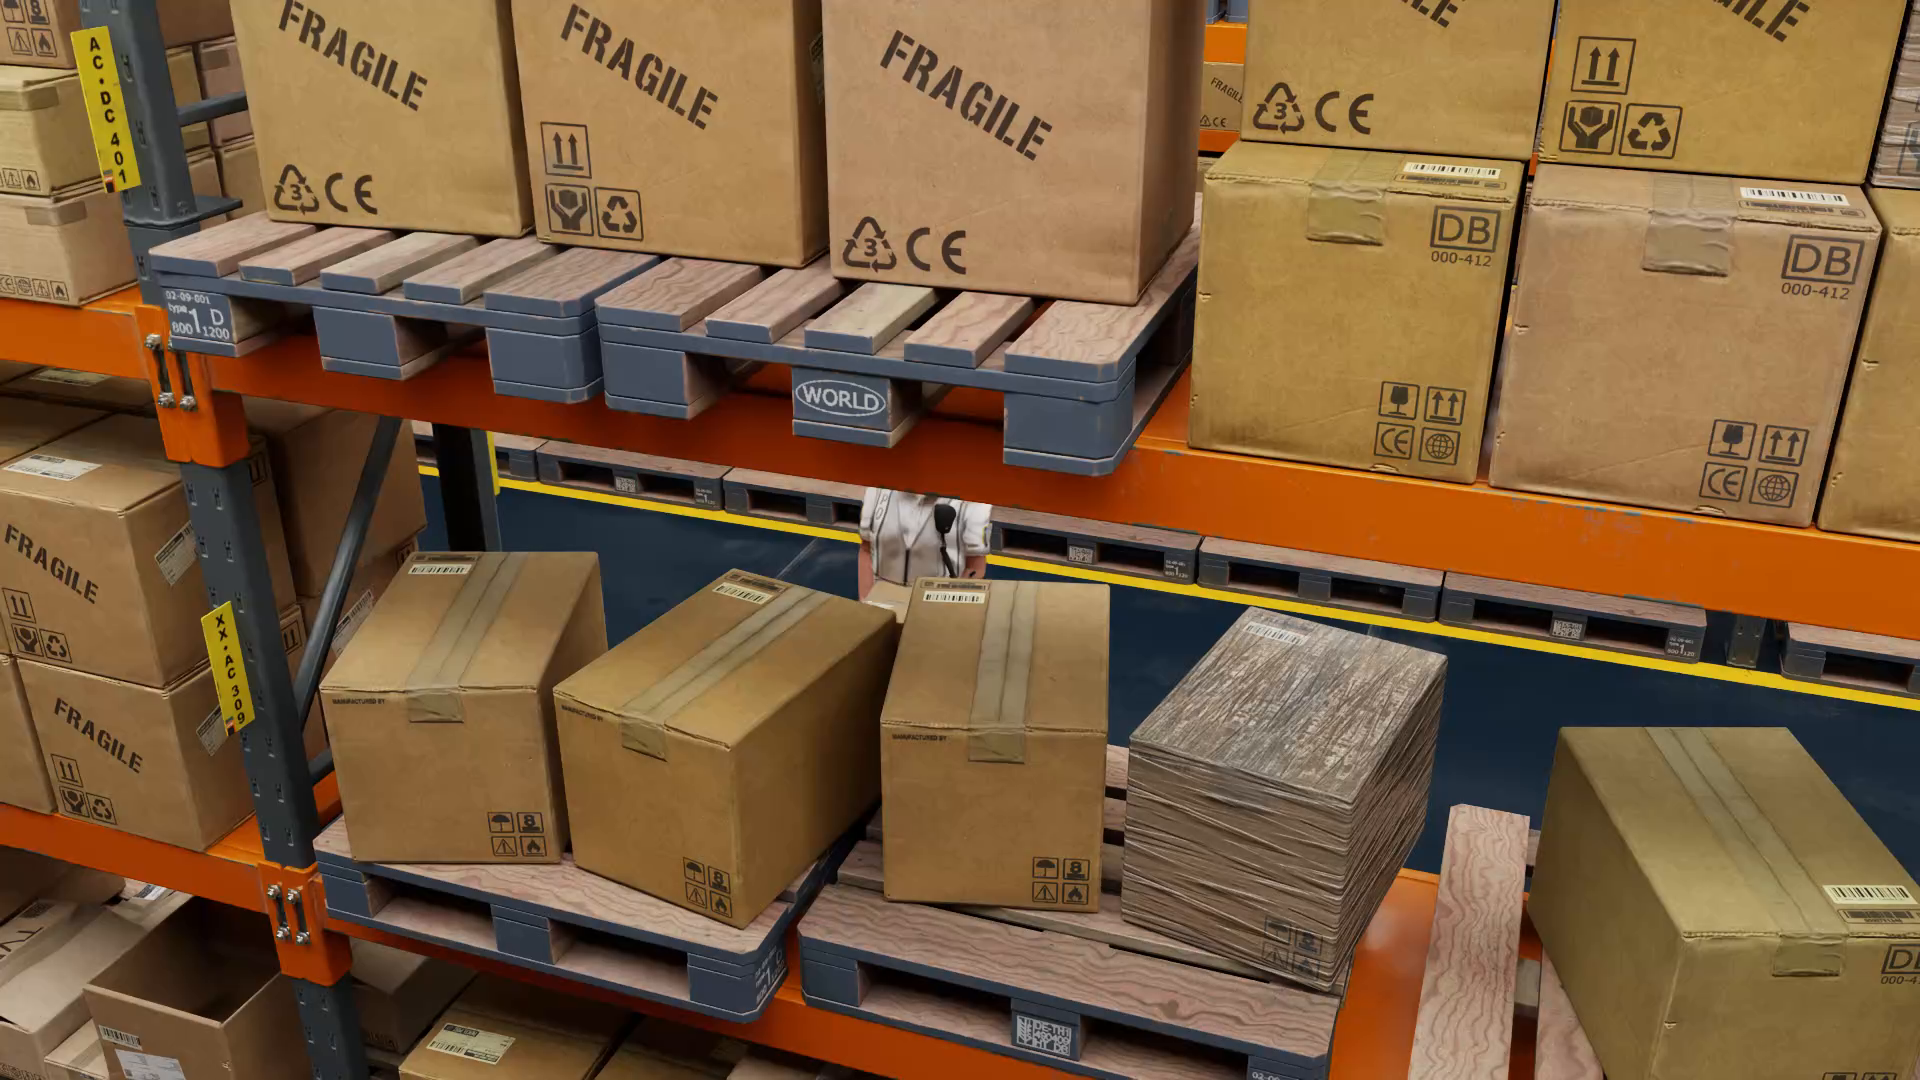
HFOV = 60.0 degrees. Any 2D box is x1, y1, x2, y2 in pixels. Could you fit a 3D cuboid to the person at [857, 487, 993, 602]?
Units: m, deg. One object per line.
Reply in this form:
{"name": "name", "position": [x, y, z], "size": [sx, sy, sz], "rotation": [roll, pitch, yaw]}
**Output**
{"name": "person", "position": [-0.158, 0.325, 6.392], "size": [0.521, 1.775, 0.545], "rotation": [8, 27, 17]}
